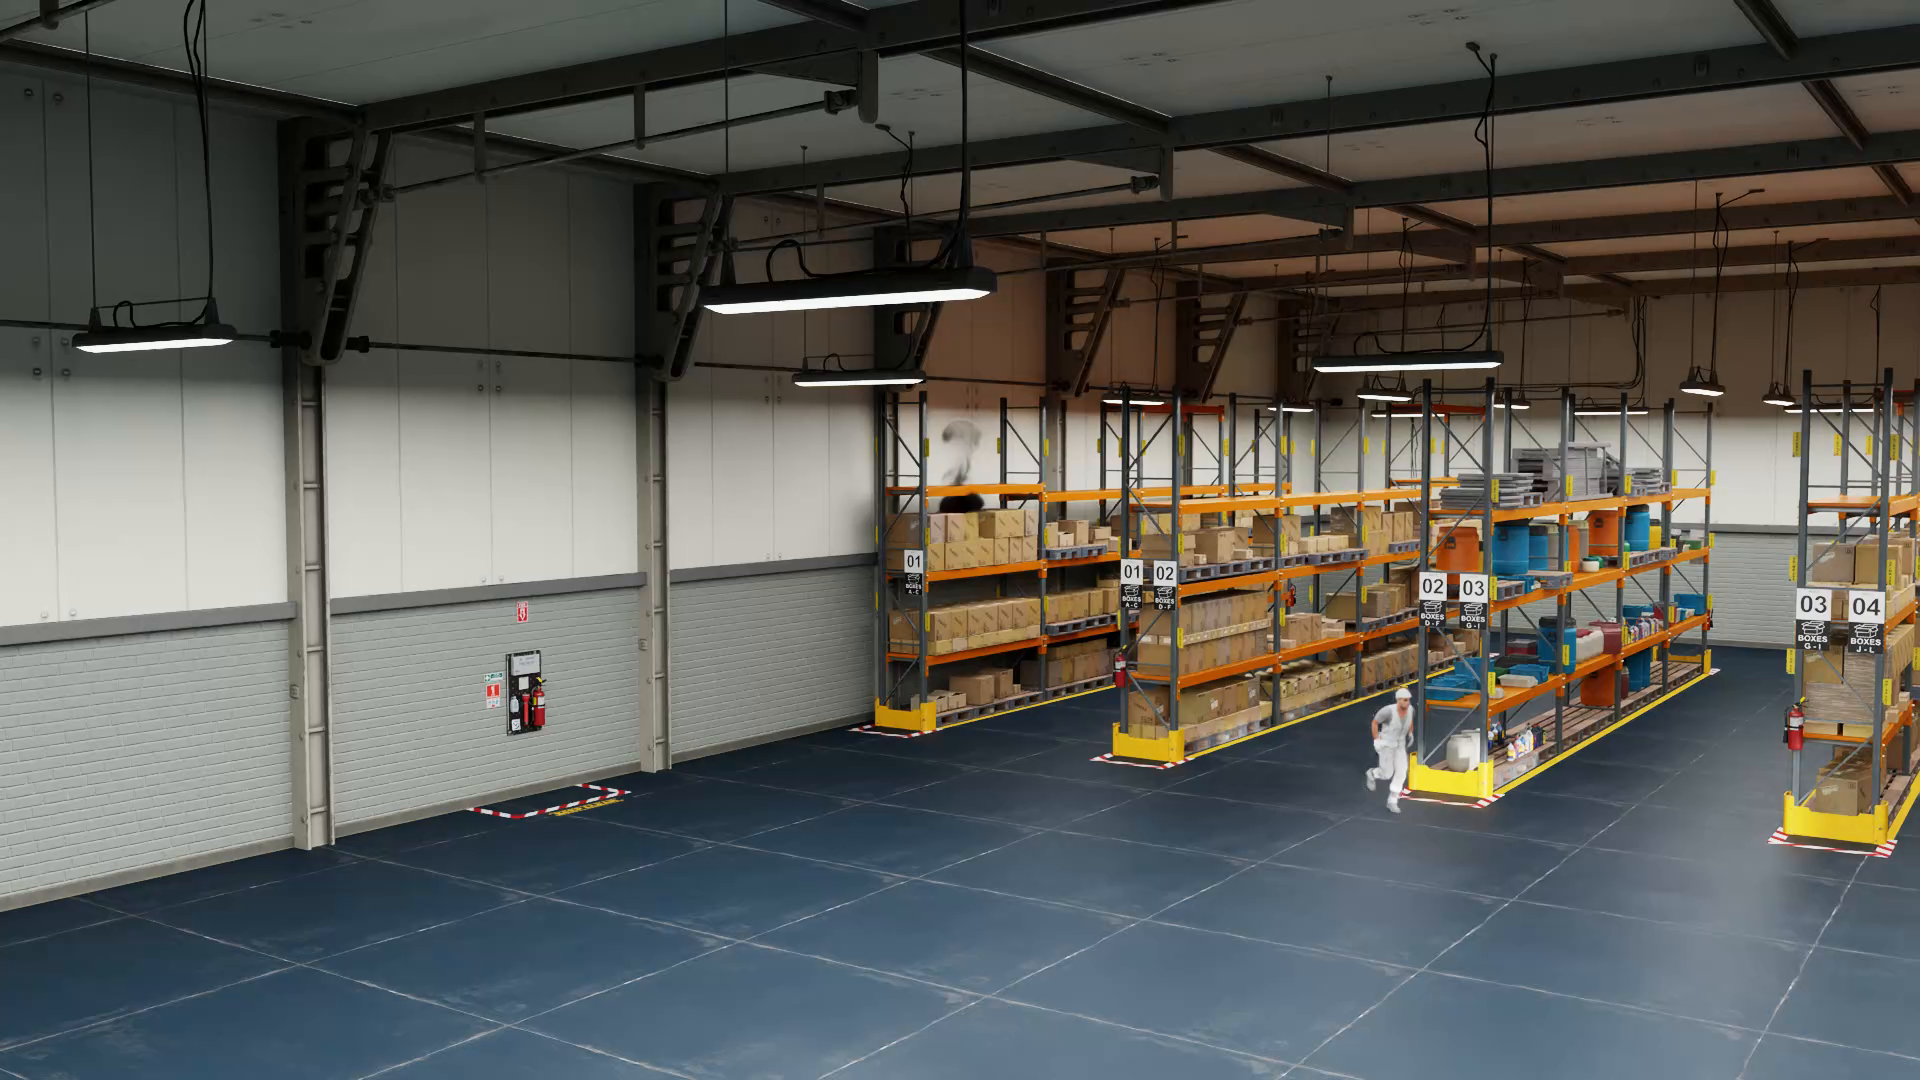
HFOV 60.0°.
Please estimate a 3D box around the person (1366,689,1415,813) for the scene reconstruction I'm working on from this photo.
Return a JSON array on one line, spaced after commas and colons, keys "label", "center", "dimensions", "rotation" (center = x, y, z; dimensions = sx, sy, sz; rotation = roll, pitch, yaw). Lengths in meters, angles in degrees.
[{"label": "person", "center": [5.981, 2.882, 23.141], "dimensions": [0.660, 1.723, 0.929], "rotation": [-1, 4, -25]}]
